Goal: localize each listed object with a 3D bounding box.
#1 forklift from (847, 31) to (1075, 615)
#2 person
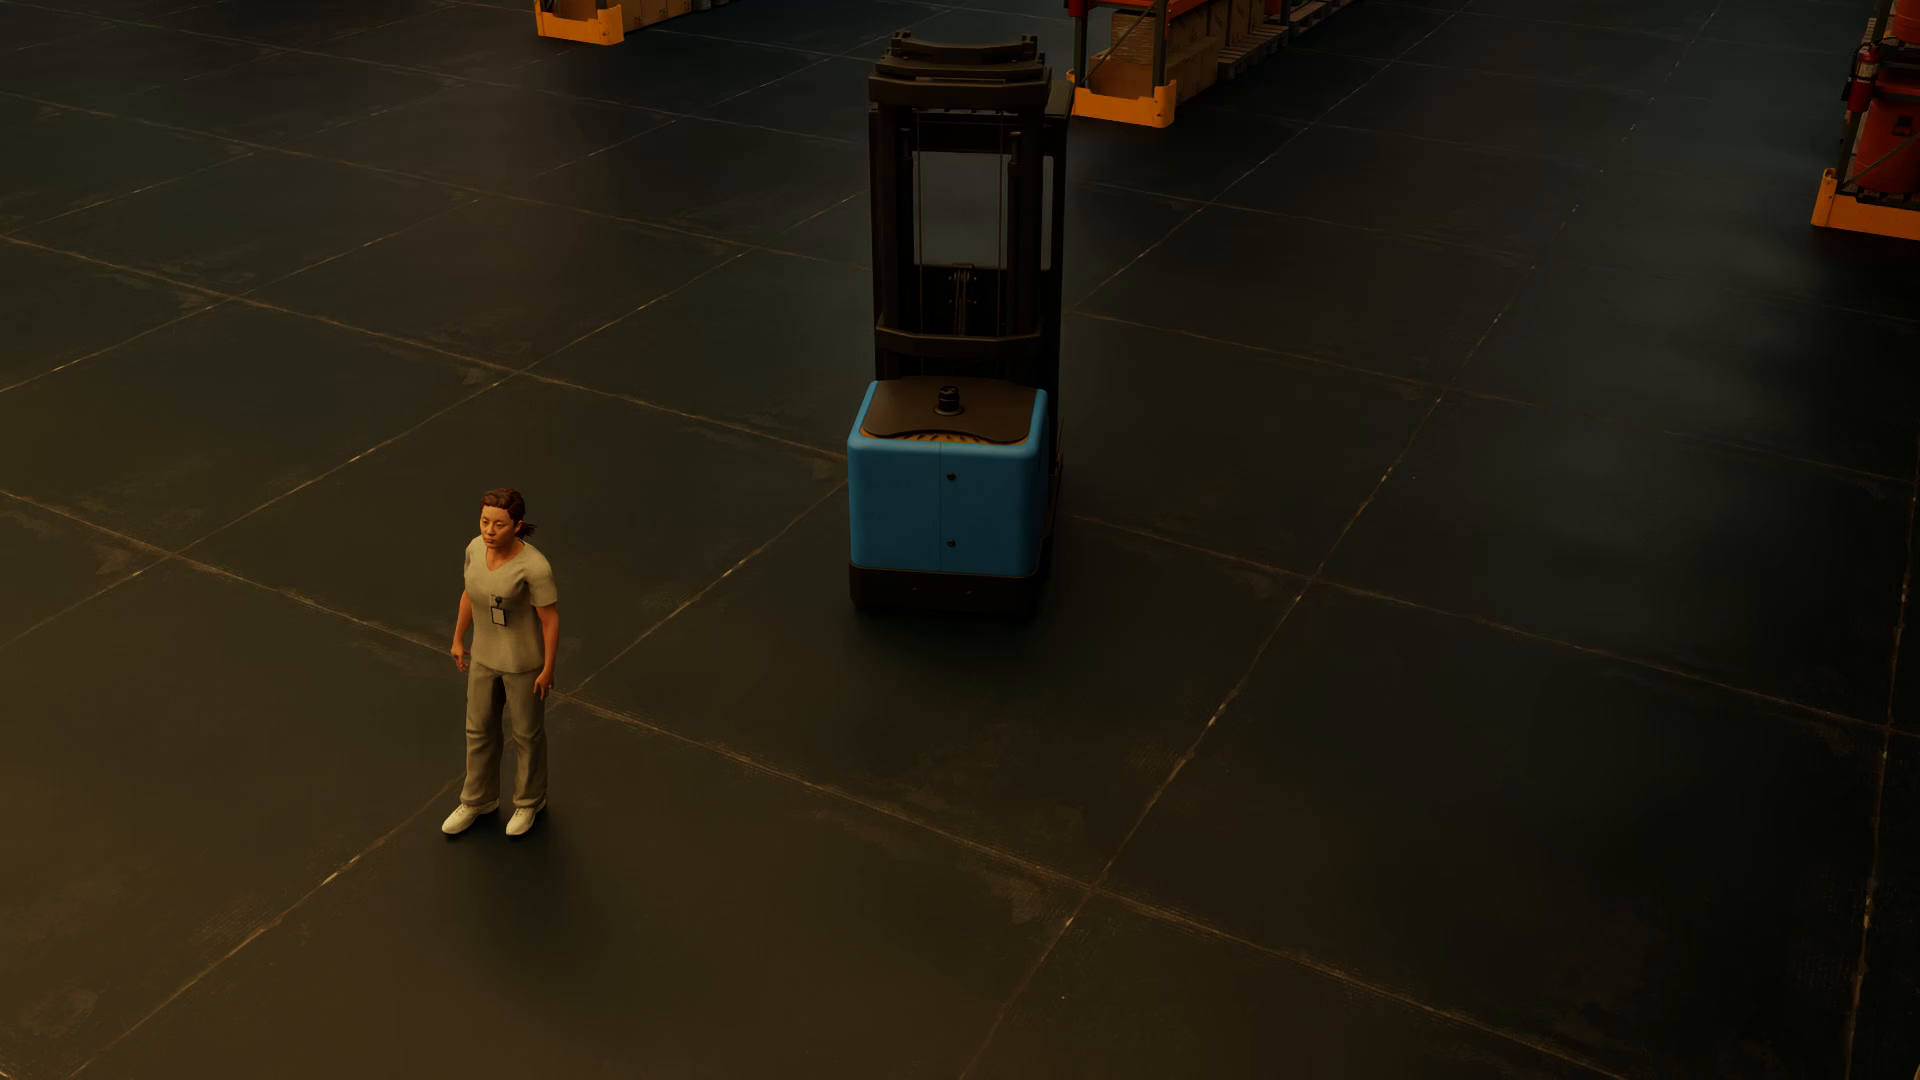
[{"bbox_3d":[0.072,-1.572,9.794,1.130,2.935,3.031,3,30,6],"label":"forklift"},{"bbox_3d":[-2.035,0.561,7.340,0.550,1.676,0.550,12,32,21],"label":"person"}]
